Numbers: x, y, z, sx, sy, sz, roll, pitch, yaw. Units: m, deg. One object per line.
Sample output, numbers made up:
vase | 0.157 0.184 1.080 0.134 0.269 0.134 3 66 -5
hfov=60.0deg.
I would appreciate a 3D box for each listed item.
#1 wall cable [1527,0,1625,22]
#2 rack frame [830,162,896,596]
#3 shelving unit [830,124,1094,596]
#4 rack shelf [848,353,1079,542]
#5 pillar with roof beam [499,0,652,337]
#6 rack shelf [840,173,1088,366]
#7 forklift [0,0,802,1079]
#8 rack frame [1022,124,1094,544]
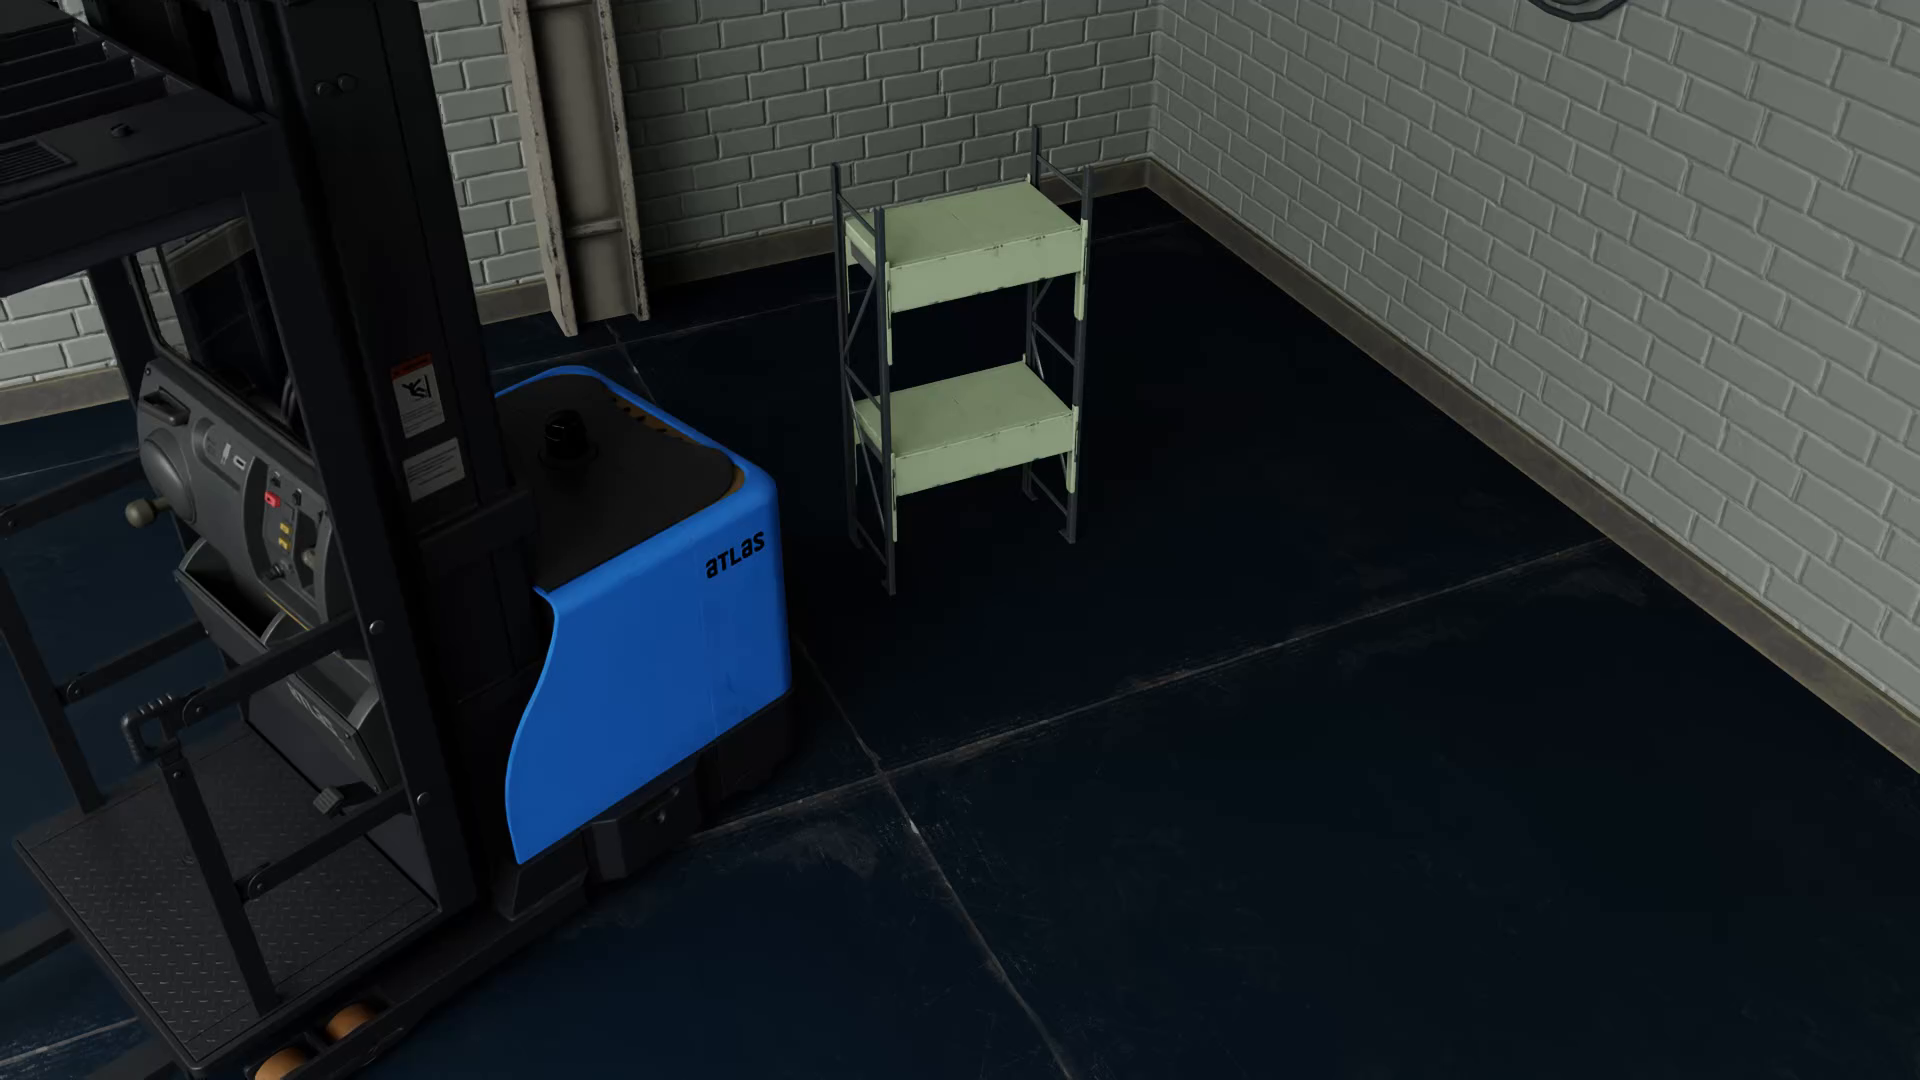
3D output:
wall cable | 1.572 -3.446 5.948 0.112 2.526 3.097 -16 39 -20
rack frame | -0.325 -0.511 5.681 0.023 1.500 0.400 -16 39 -20
shelving unit | 0.006 -0.604 5.805 0.755 1.500 0.431 -16 39 -20
rack shelf | 0.006 -0.342 6.000 0.720 0.370 0.431 -16 39 -20
pillar with roof beam | 0.173 -2.339 1.849 0.400 9.000 9.100 -16 39 -20
rack shelf | 0.006 -0.918 5.573 0.720 0.370 0.431 -16 39 -20
forklift | -1.882 -0.054 3.863 1.130 2.935 3.031 30 46 34
rack frame | 0.337 -0.697 5.930 0.023 1.500 0.400 -16 39 -20
